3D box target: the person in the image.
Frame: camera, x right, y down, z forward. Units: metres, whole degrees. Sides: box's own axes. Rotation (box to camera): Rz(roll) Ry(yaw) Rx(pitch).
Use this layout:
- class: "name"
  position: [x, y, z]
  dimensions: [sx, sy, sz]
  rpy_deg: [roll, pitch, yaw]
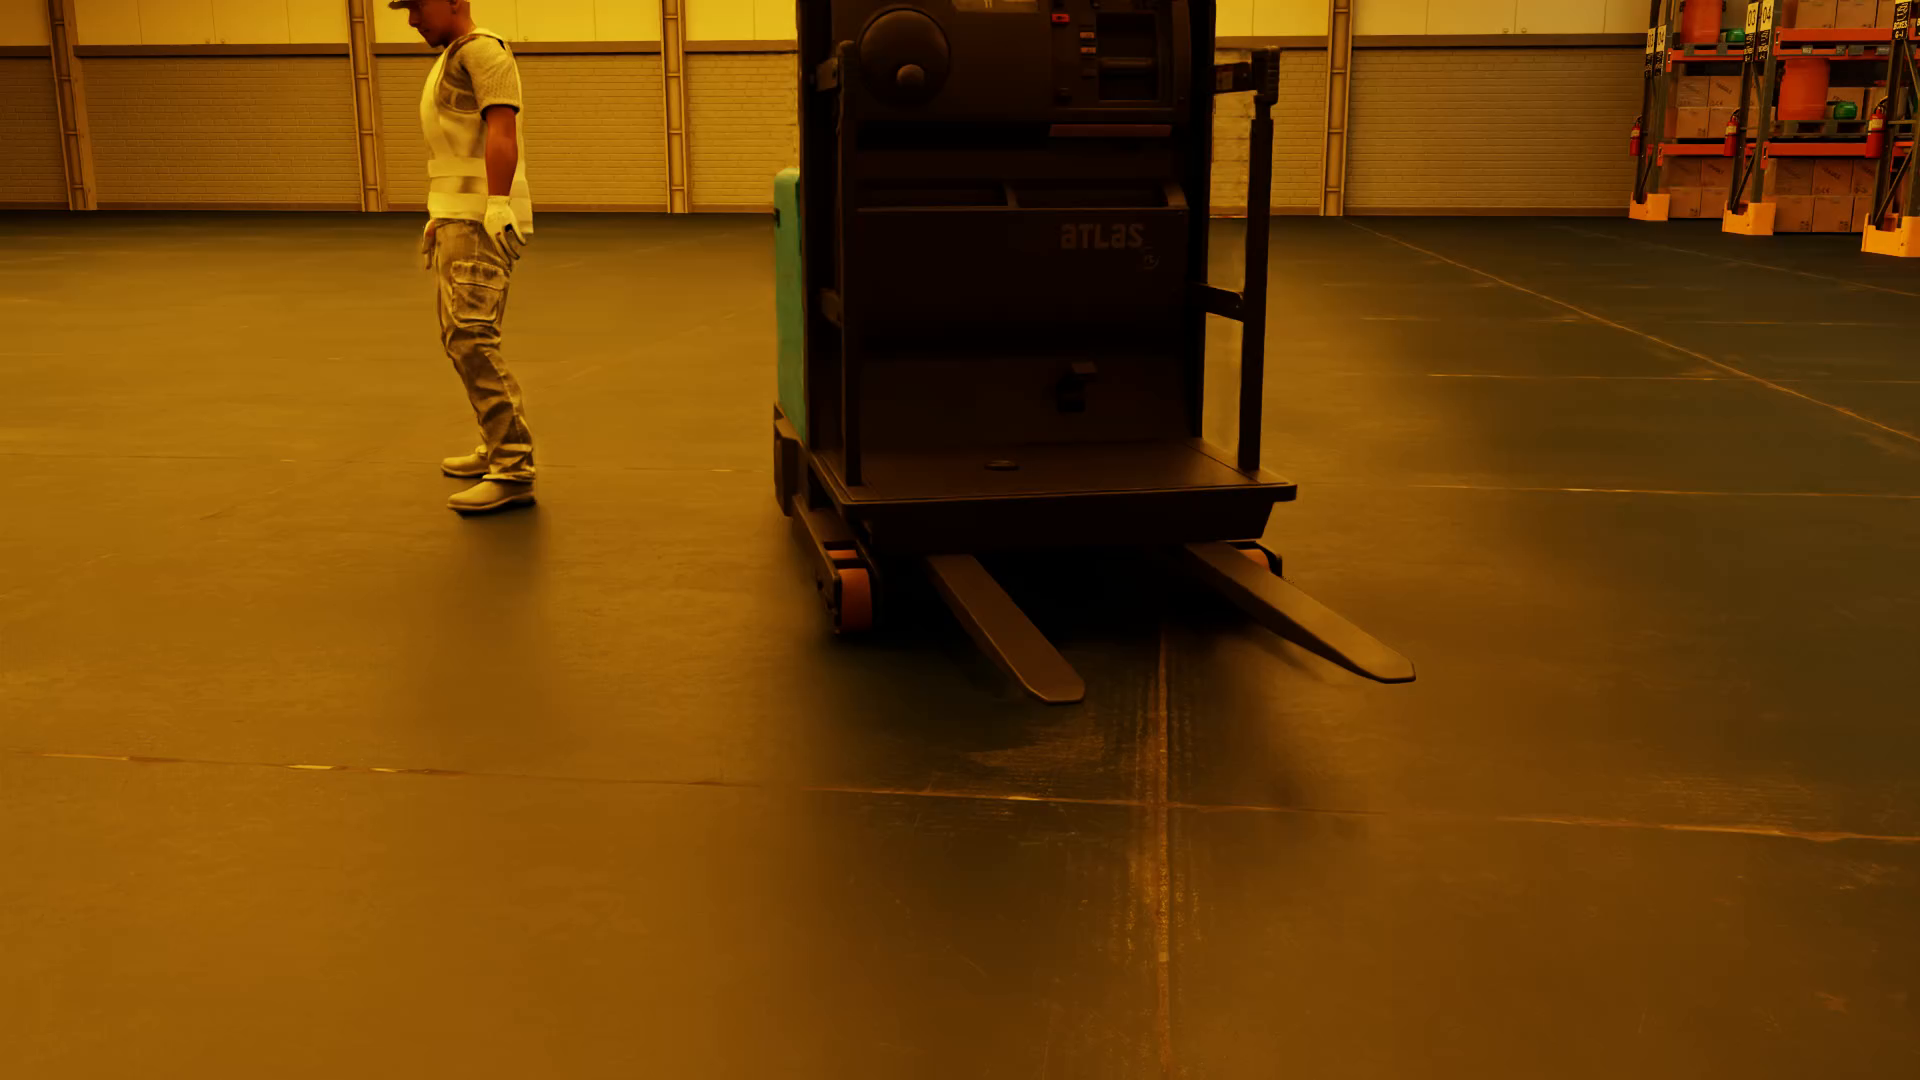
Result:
- class: "person"
  position: [-1.631, -1.031, 5.518]
  dimensions: [0.405, 1.748, 0.881]
  rpy_deg: [-4, 14, -18]

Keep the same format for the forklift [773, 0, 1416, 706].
- class: "forklift"
  position: [0.176, -1.290, 4.025]
  dimensions: [1.130, 2.935, 3.031]
  rpy_deg: [-3, 13, -11]
